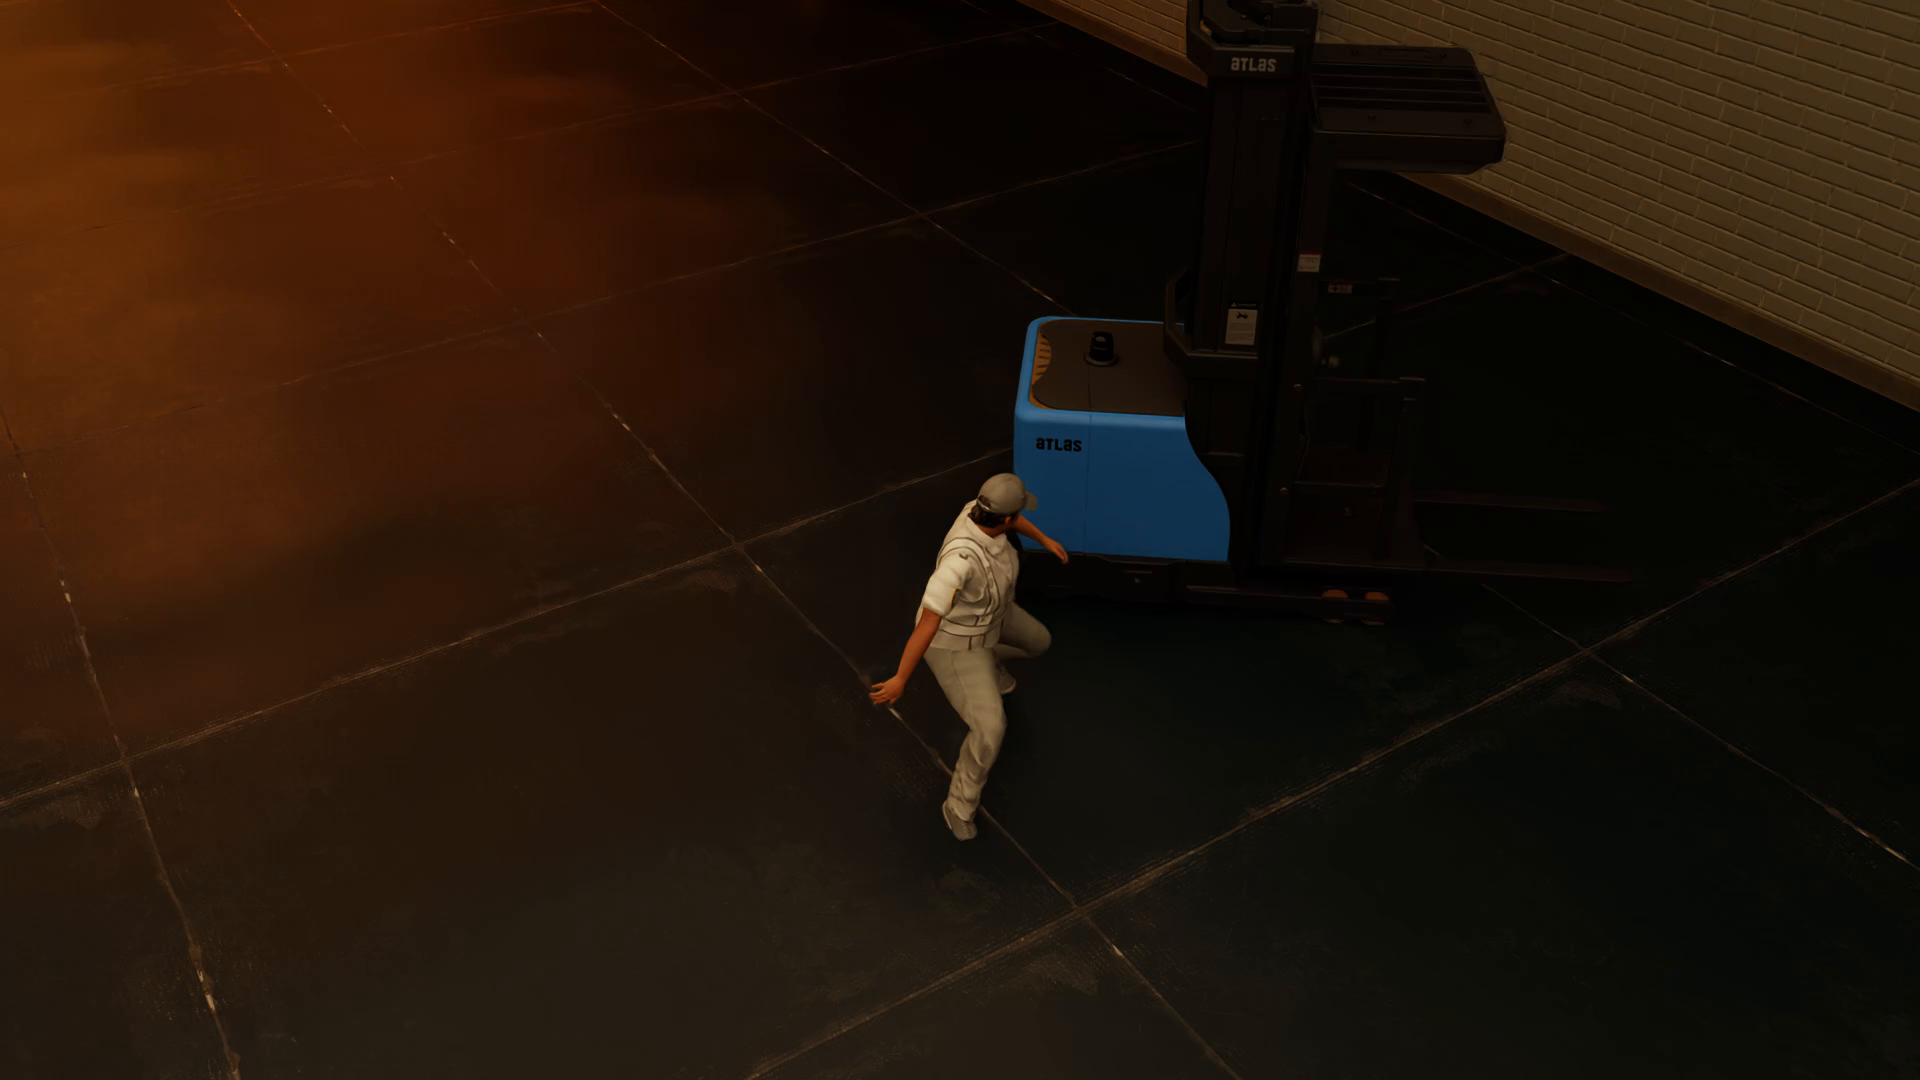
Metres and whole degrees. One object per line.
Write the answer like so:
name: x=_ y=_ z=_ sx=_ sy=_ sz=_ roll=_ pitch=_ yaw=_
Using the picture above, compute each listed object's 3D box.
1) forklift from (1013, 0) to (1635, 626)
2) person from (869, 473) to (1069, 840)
forklift: x=1.791 y=-1.104 z=7.719 sx=3.031 sy=2.935 sz=1.130 roll=4 pitch=35 yaw=5
person: x=0.057 y=0.404 z=6.893 sx=0.519 sy=1.592 sz=1.124 roll=15 pitch=38 yaw=21
